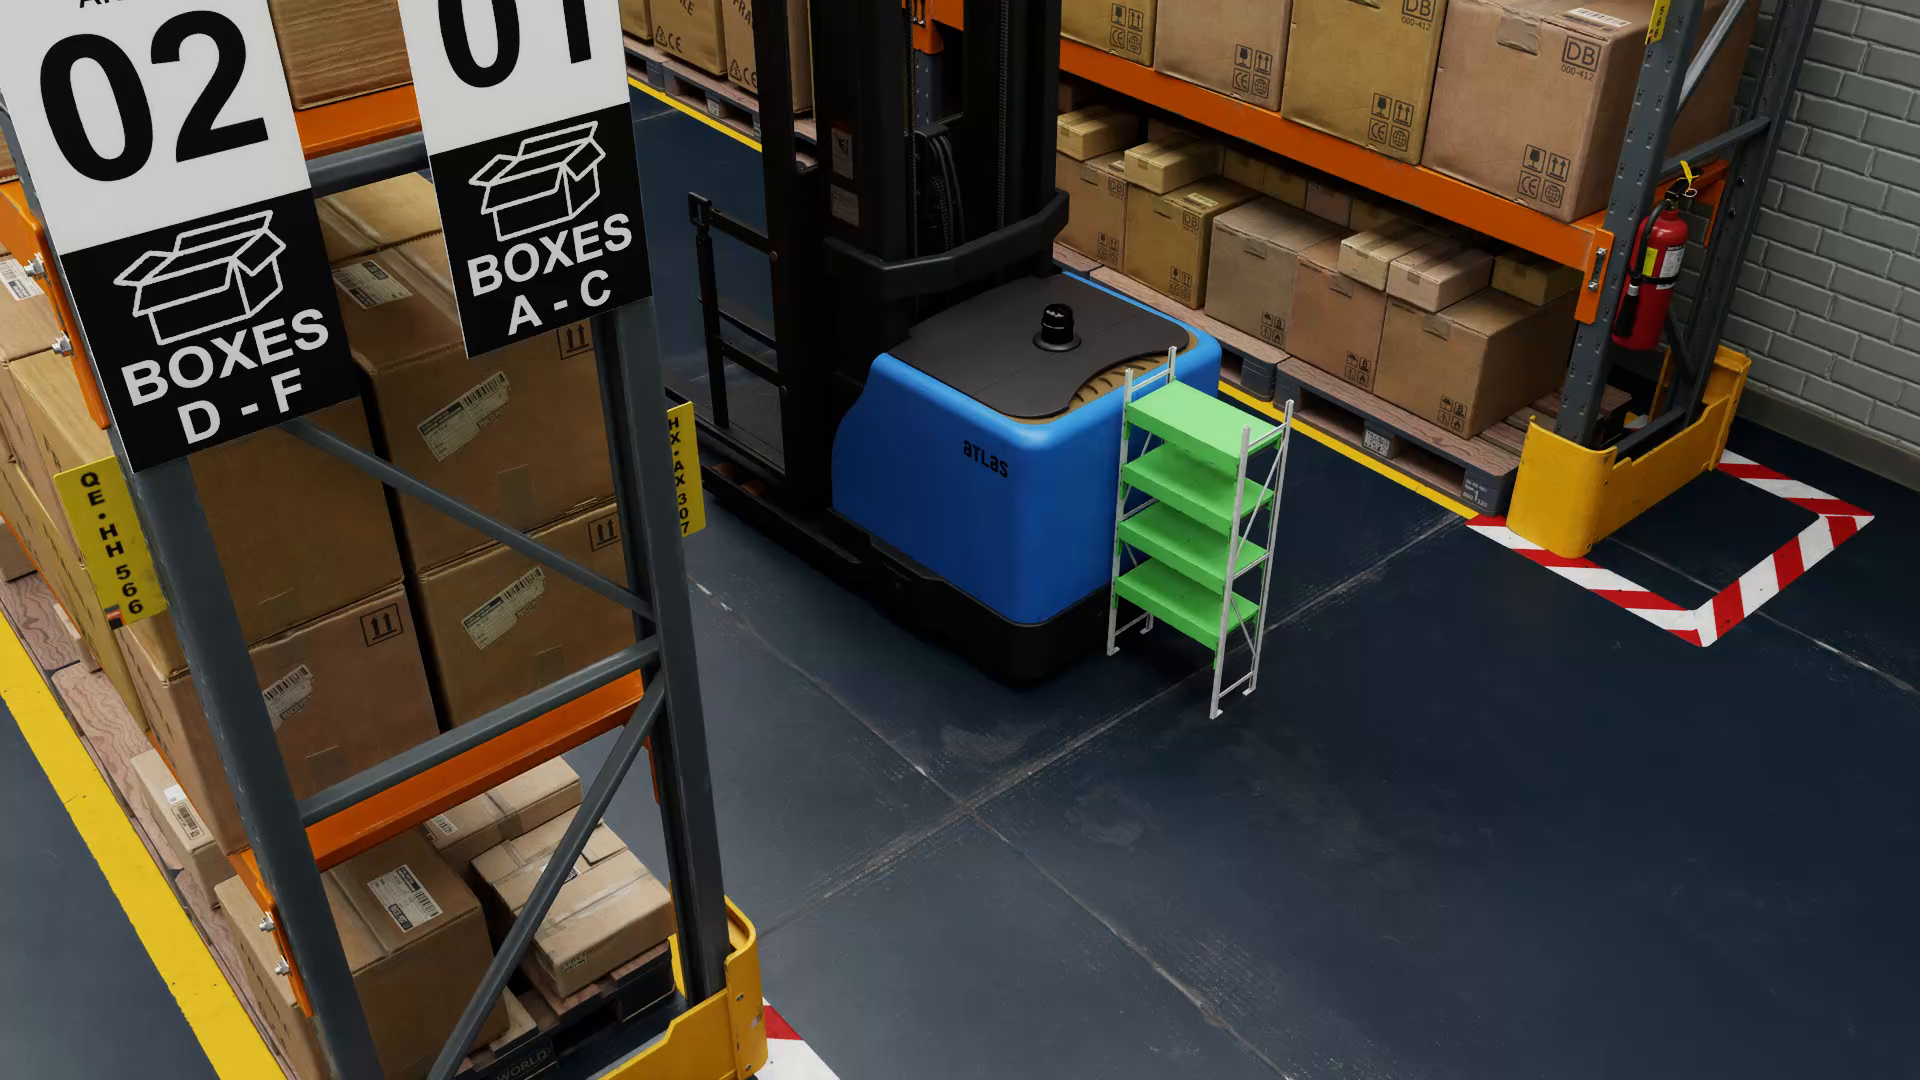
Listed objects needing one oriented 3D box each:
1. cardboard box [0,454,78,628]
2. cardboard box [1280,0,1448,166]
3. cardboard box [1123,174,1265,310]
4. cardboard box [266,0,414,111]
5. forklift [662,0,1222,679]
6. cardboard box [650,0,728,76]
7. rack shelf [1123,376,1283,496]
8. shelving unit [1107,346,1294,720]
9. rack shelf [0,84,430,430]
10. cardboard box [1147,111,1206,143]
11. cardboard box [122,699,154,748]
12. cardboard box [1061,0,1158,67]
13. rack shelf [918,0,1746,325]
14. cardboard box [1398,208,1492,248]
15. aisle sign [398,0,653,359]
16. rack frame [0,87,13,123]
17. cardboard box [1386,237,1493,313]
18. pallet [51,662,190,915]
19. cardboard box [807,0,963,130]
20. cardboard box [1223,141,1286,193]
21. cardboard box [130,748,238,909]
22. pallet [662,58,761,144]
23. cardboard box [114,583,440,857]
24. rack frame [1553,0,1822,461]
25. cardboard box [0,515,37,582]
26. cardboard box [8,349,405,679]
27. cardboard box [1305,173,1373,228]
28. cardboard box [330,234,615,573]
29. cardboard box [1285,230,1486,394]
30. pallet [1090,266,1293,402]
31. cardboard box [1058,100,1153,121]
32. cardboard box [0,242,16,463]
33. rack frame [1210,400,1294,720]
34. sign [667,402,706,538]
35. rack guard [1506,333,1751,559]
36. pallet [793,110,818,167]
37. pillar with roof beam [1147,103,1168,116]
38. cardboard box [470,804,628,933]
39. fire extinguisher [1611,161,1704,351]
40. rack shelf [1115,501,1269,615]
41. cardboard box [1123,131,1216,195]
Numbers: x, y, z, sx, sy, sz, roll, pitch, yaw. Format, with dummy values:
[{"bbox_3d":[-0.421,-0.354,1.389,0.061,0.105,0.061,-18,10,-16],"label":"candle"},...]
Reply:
[{"bbox_3d":[-2.175,-0.175,4.315,0.500,0.500,0.500,-26,43,-31],"label":"cardboard box"},{"bbox_3d":[1.944,-2.098,6.858,0.980,0.700,0.700,-26,43,-32],"label":"cardboard box"},{"bbox_3d":[1.233,-1.536,8.122,0.700,0.500,0.500,-25,42,-31],"label":"cardboard box"},{"bbox_3d":[-1.160,-1.072,3.203,0.500,0.250,0.500,-26,43,-32],"label":"cardboard box"},{"bbox_3d":[-0.432,-1.457,6.271,1.130,2.935,3.031,-29,44,-34],"label":"forklift"},{"bbox_3d":[-1.469,-3.501,10.594,0.750,0.750,0.750,-26,43,-32],"label":"cardboard box"},{"bbox_3d":[0.804,-0.349,5.485,0.258,0.148,0.480,-29,44,-34],"label":"rack shelf"},{"bbox_3d":[0.804,-0.009,5.725,0.258,1.200,0.503,-29,44,-34],"label":"shelving unit"},{"bbox_3d":[-2.314,-1.401,4.161,1.077,0.370,4.000,-26,43,-32],"label":"rack shelf"},{"bbox_3d":[1.152,-2.041,8.275,0.380,0.149,0.250,-28,44,-33],"label":"cardboard box"},{"bbox_3d":[-2.388,0.313,5.492,0.797,0.503,0.637,-26,43,-32],"label":"cardboard box"},{"bbox_3d":[0.982,-2.756,7.786,0.980,0.700,0.700,-27,43,-33],"label":"cardboard box"},{"bbox_3d":[1.468,-2.027,7.639,1.077,0.370,4.000,-26,43,-32],"label":"rack shelf"},{"bbox_3d":[2.136,-1.368,7.324,0.380,0.149,0.250,-26,43,-32],"label":"cardboard box"},{"bbox_3d":[-0.755,-0.728,2.934,0.394,0.787,0.004,-26,43,-32],"label":"aisle sign"},{"bbox_3d":[-1.023,-2.036,1.839,1.000,3.000,0.127,-26,43,-32],"label":"rack frame"},{"bbox_3d":[2.008,-1.114,6.965,0.380,0.149,0.250,-27,43,-32],"label":"cardboard box"},{"bbox_3d":[-2.370,0.627,5.683,1.003,0.211,1.213,-26,43,-32],"label":"pallet"},{"bbox_3d":[-0.341,-2.736,9.514,0.750,0.750,0.750,-25,43,-31],"label":"cardboard box"},{"bbox_3d":[1.482,-1.815,7.956,0.380,0.149,0.250,-27,43,-33],"label":"cardboard box"},{"bbox_3d":[-2.152,0.776,5.058,0.500,0.250,0.500,-26,43,-32],"label":"cardboard box"},{"bbox_3d":[-1.170,-2.917,10.686,1.003,0.211,1.213,-26,43,-32],"label":"pallet"},{"bbox_3d":[-1.520,0.275,3.680,0.500,0.500,0.500,-25,42,-30],"label":"cardboard box"},{"bbox_3d":[2.759,-1.437,6.184,1.000,3.000,0.127,-26,43,-32],"label":"rack frame"},{"bbox_3d":[-3.499,-0.170,6.341,0.500,0.311,0.500,-26,43,-32],"label":"cardboard box"},{"bbox_3d":[-1.520,-0.131,3.388,0.500,0.500,0.500,-26,43,-32],"label":"cardboard box"},{"bbox_3d":[1.811,-1.590,7.638,0.380,0.149,0.250,-25,42,-31],"label":"cardboard box"},{"bbox_3d":[-1.108,-0.331,3.670,0.500,0.500,0.500,-25,42,-30],"label":"cardboard box"},{"bbox_3d":[1.908,-1.081,7.481,0.700,0.500,0.500,-26,43,-32],"label":"cardboard box"},{"bbox_3d":[1.400,-1.161,8.207,1.003,0.211,1.213,-26,43,-32],"label":"pallet"},{"bbox_3d":[0.582,-1.986,8.758,0.700,0.500,0.500,-25,43,-31],"label":"cardboard box"},{"bbox_3d":[-2.185,-0.581,4.023,0.500,0.500,0.500,-25,42,-31],"label":"cardboard box"},{"bbox_3d":[0.972,0.093,5.581,0.240,1.200,0.015,-29,44,-34],"label":"rack frame"},{"bbox_3d":[-0.609,-0.144,3.608,0.100,0.325,0.005,-26,43,-32],"label":"sign"},{"bbox_3d":[2.774,-0.406,6.891,1.175,0.500,0.348,-26,43,-32],"label":"rack guard"},{"bbox_3d":[-0.378,-2.378,9.925,1.003,0.211,1.213,-26,43,-32],"label":"pallet"},{"bbox_3d":[-1.999,-4.059,4.696,9.100,9.000,0.400,-26,43,-32],"label":"pillar with roof beam"},{"bbox_3d":[-1.192,0.965,4.862,0.380,0.166,0.250,-26,43,-32],"label":"cardboard box"},{"bbox_3d":[2.503,-1.015,5.977,0.296,0.674,0.183,-26,43,-32],"label":"fire extinguisher"},{"bbox_3d":[0.804,0.043,5.762,0.258,0.148,0.480,-29,44,-34],"label":"rack shelf"},{"bbox_3d":[1.000,-1.801,7.936,0.380,0.149,0.250,-27,44,-33],"label":"cardboard box"}]
